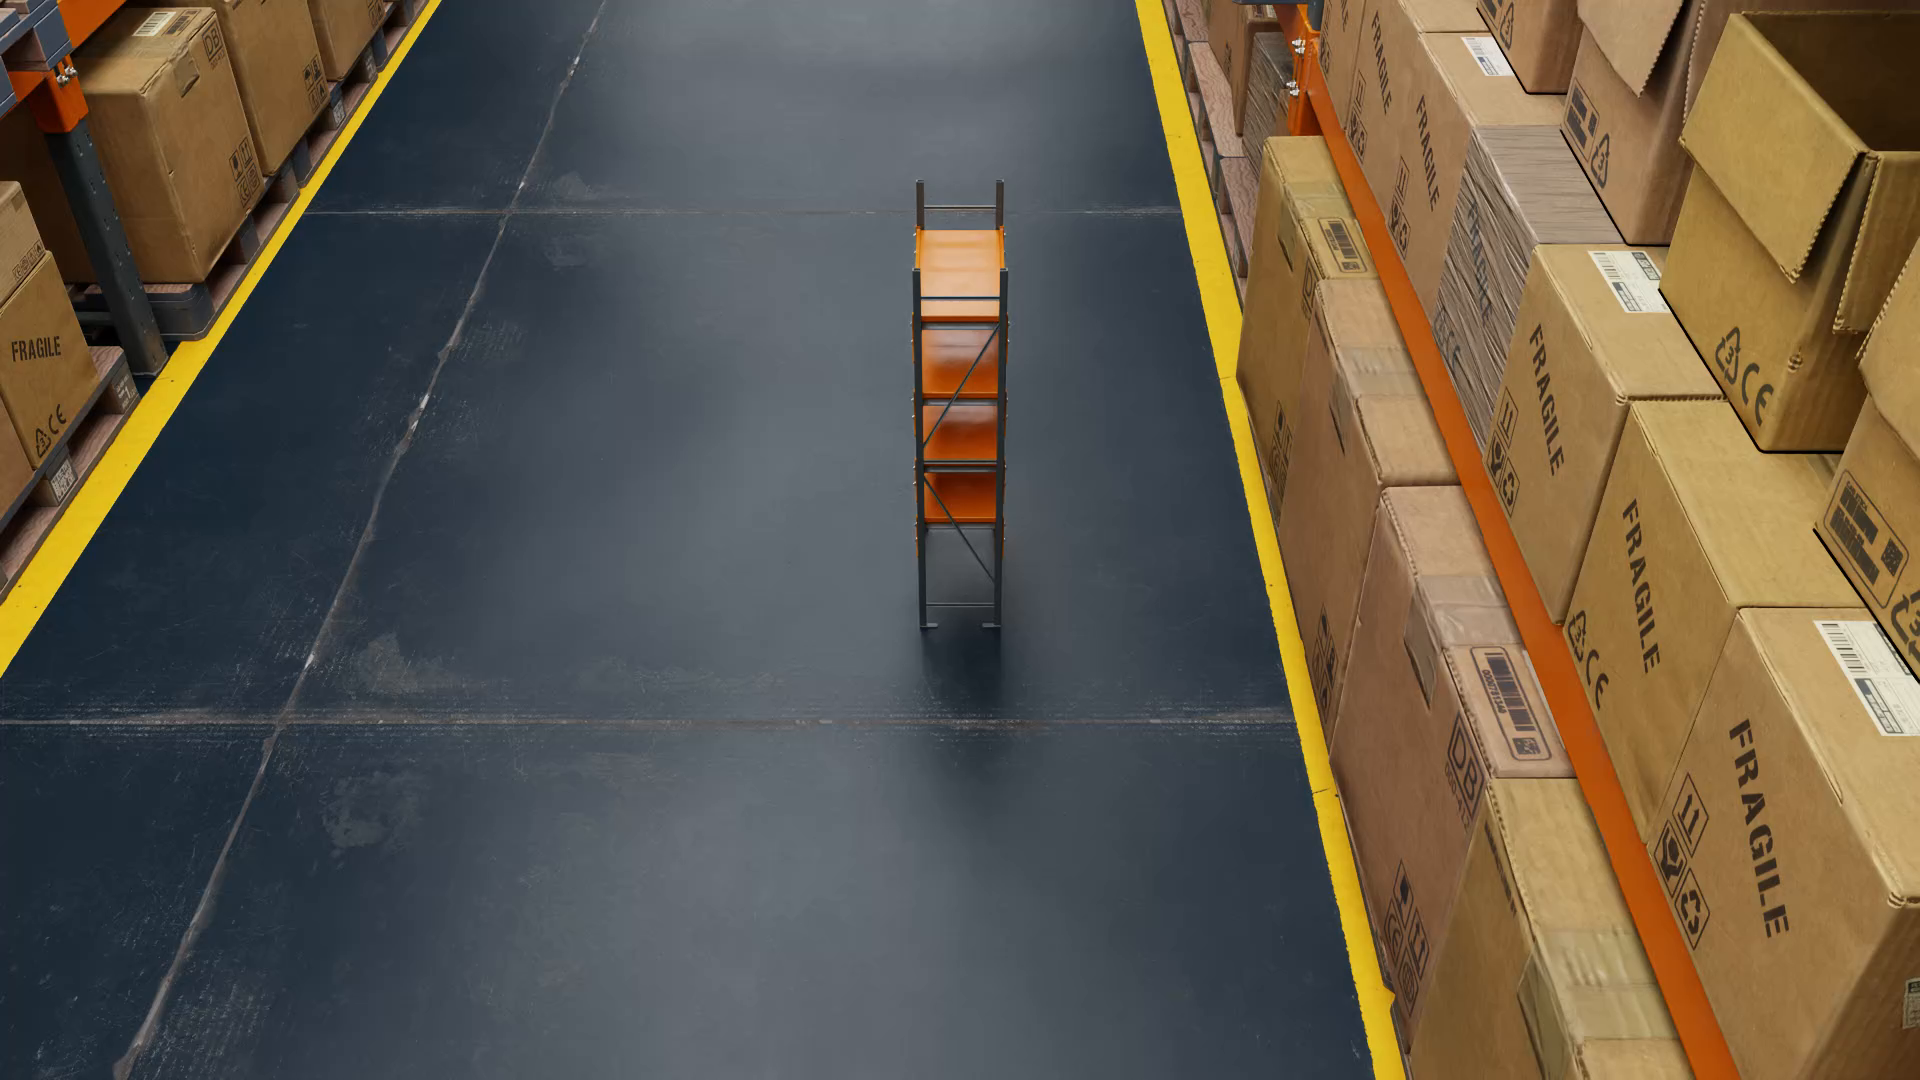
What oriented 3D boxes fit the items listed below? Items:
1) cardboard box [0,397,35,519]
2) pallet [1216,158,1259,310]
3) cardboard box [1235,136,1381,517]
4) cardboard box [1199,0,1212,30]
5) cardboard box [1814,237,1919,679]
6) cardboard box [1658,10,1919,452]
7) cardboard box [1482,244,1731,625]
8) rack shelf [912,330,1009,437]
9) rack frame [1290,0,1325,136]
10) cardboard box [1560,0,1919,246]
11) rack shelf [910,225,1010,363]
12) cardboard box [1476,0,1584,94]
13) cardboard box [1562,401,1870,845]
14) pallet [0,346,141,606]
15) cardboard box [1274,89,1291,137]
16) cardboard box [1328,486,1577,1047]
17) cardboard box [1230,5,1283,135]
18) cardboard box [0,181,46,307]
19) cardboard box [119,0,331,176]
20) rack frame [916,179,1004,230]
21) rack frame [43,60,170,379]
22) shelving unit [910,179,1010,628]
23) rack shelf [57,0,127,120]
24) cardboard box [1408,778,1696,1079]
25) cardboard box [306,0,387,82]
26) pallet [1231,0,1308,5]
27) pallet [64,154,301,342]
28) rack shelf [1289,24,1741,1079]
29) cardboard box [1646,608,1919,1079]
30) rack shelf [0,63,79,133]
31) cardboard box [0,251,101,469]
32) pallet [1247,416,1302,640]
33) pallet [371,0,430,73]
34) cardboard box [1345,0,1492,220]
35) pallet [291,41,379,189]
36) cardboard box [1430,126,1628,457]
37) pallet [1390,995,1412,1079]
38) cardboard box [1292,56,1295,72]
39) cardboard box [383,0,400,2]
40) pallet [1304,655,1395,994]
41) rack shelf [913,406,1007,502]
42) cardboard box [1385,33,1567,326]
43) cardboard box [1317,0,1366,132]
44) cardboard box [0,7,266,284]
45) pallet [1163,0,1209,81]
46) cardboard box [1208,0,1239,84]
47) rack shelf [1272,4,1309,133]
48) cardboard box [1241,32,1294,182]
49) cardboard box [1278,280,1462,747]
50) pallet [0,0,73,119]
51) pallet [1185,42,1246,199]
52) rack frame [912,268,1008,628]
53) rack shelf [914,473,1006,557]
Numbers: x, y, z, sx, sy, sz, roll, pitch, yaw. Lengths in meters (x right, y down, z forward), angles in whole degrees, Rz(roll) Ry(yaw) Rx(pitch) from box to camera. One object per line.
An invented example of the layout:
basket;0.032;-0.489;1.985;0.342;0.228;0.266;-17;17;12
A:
cardboard box;-3.125;-0.242;4.817;0.500;0.500;0.500;1;39;2
pallet;1.576;-1.131;6.492;1.003;0.211;1.213;0;39;0
cardboard box;1.556;-0.633;5.005;1.225;0.875;0.875;-2;39;-2
cardboard box;1.532;-2.746;7.924;0.700;0.500;0.500;0;39;0
cardboard box;1.571;-0.059;2.042;0.797;0.503;0.637;-1;39;-1
cardboard box;1.582;-0.488;2.578;0.797;0.503;0.637;0;39;0
cardboard box;1.306;-0.196;3.016;0.500;0.500;0.500;0;39;-1
rack shelf;0.000;-0.487;4.648;0.258;0.148;0.480;0;39;0
rack frame;1.576;-1.730;5.010;1.000;3.000;0.127;0;39;0
cardboard box;1.566;-0.877;3.063;0.797;0.503;0.637;1;39;1
rack shelf;0.000;-0.671;4.500;0.258;0.148;0.480;0;39;0
cardboard box;1.558;-1.296;3.586;0.797;0.503;0.637;1;39;1
cardboard box;1.313;0.130;2.609;0.500;0.500;0.500;1;39;1
pallet;-3.385;-0.213;5.347;1.003;0.211;1.213;0;39;0
cardboard box;1.555;-1.345;6.177;0.700;0.500;0.500;-2;39;-2
cardboard box;1.558;0.477;3.619;1.225;0.875;0.875;-1;39;-2
cardboard box;1.534;-2.047;7.053;0.700;0.500;0.500;3;39;4
cardboard box;-3.121;-0.843;4.967;0.500;0.250;0.500;-1;39;-1
cardboard box;-3.299;-2.003;6.814;1.050;0.750;0.750;1;39;1
rack frame;0.000;-0.517;4.936;0.240;1.200;0.015;0;39;0
rack frame;-3.384;-1.790;5.085;1.000;3.000;0.127;0;39;0
shelving unit;0.000;-0.365;4.746;0.258;1.200;0.503;0;39;0
rack shelf;-3.387;-2.760;6.870;1.077;0.370;4.000;0;39;0
cardboard box;1.560;1.036;2.922;1.225;0.875;0.875;0;39;0
cardboard box;-3.301;-2.586;7.541;1.050;0.750;0.750;0;39;0
pallet;1.468;-2.101;5.626;1.213;0.211;1.003;0;39;0
pallet;-3.310;-1.195;6.572;1.003;0.211;1.213;0;39;0
rack shelf;1.578;-0.199;3.675;1.077;0.370;4.000;0;39;0
cardboard box;1.307;0.440;2.222;0.500;0.500;0.500;0;39;0
rack shelf;-3.382;-0.258;3.749;1.077;0.370;4.000;0;39;0
cardboard box;-3.122;-0.567;5.222;0.500;0.500;0.500;0;39;0
pallet;1.501;-0.149;5.267;1.003;0.211;1.213;0;39;0
pallet;-3.313;-2.721;8.476;1.003;0.211;1.213;0;39;0
cardboard box;1.307;-1.143;4.197;0.500;0.500;0.500;-1;39;-1
pallet;-3.308;-1.956;7.522;1.003;0.211;1.213;0;39;0
cardboard box;1.310;-0.510;3.407;0.500;0.500;0.500;0;39;0
pallet;1.504;1.377;3.363;1.003;0.211;1.213;0;39;0
cardboard box;1.534;-1.970;6.357;0.500;0.250;0.500;4;39;5
cardboard box;-3.298;-3.189;8.294;1.050;0.750;0.750;0;39;0
pallet;1.500;0.612;4.317;1.003;0.211;1.213;0;39;0
rack shelf;0.000;-0.312;4.788;0.258;0.148;0.480;0;39;0
cardboard box;1.311;-0.822;3.797;0.500;0.500;0.500;-1;39;-1
cardboard box;1.304;-1.465;4.600;0.500;0.500;0.500;1;39;1
cardboard box;-3.295;-1.457;6.132;1.050;0.750;0.750;-1;39;-1
pallet;1.574;-2.657;8.396;1.003;0.211;1.213;0;39;0
cardboard box;1.533;-2.396;7.488;0.700;0.500;0.500;-3;39;-4
rack shelf;1.573;-2.700;6.796;1.077;0.370;4.000;0;39;0
cardboard box;1.542;-1.692;6.610;0.700;0.500;0.500;-3;39;-4
cardboard box;1.549;-0.076;4.309;1.225;0.875;0.875;0;39;0
pallet;-3.277;-1.269;4.589;1.213;0.211;1.003;0;39;0
pallet;1.578;-1.892;7.442;1.003;0.211;1.213;0;39;0
rack frame;0.000;-0.212;4.555;0.240;1.200;0.015;0;39;0
rack shelf;0.000;-0.157;4.912;0.258;0.148;0.480;0;39;0
